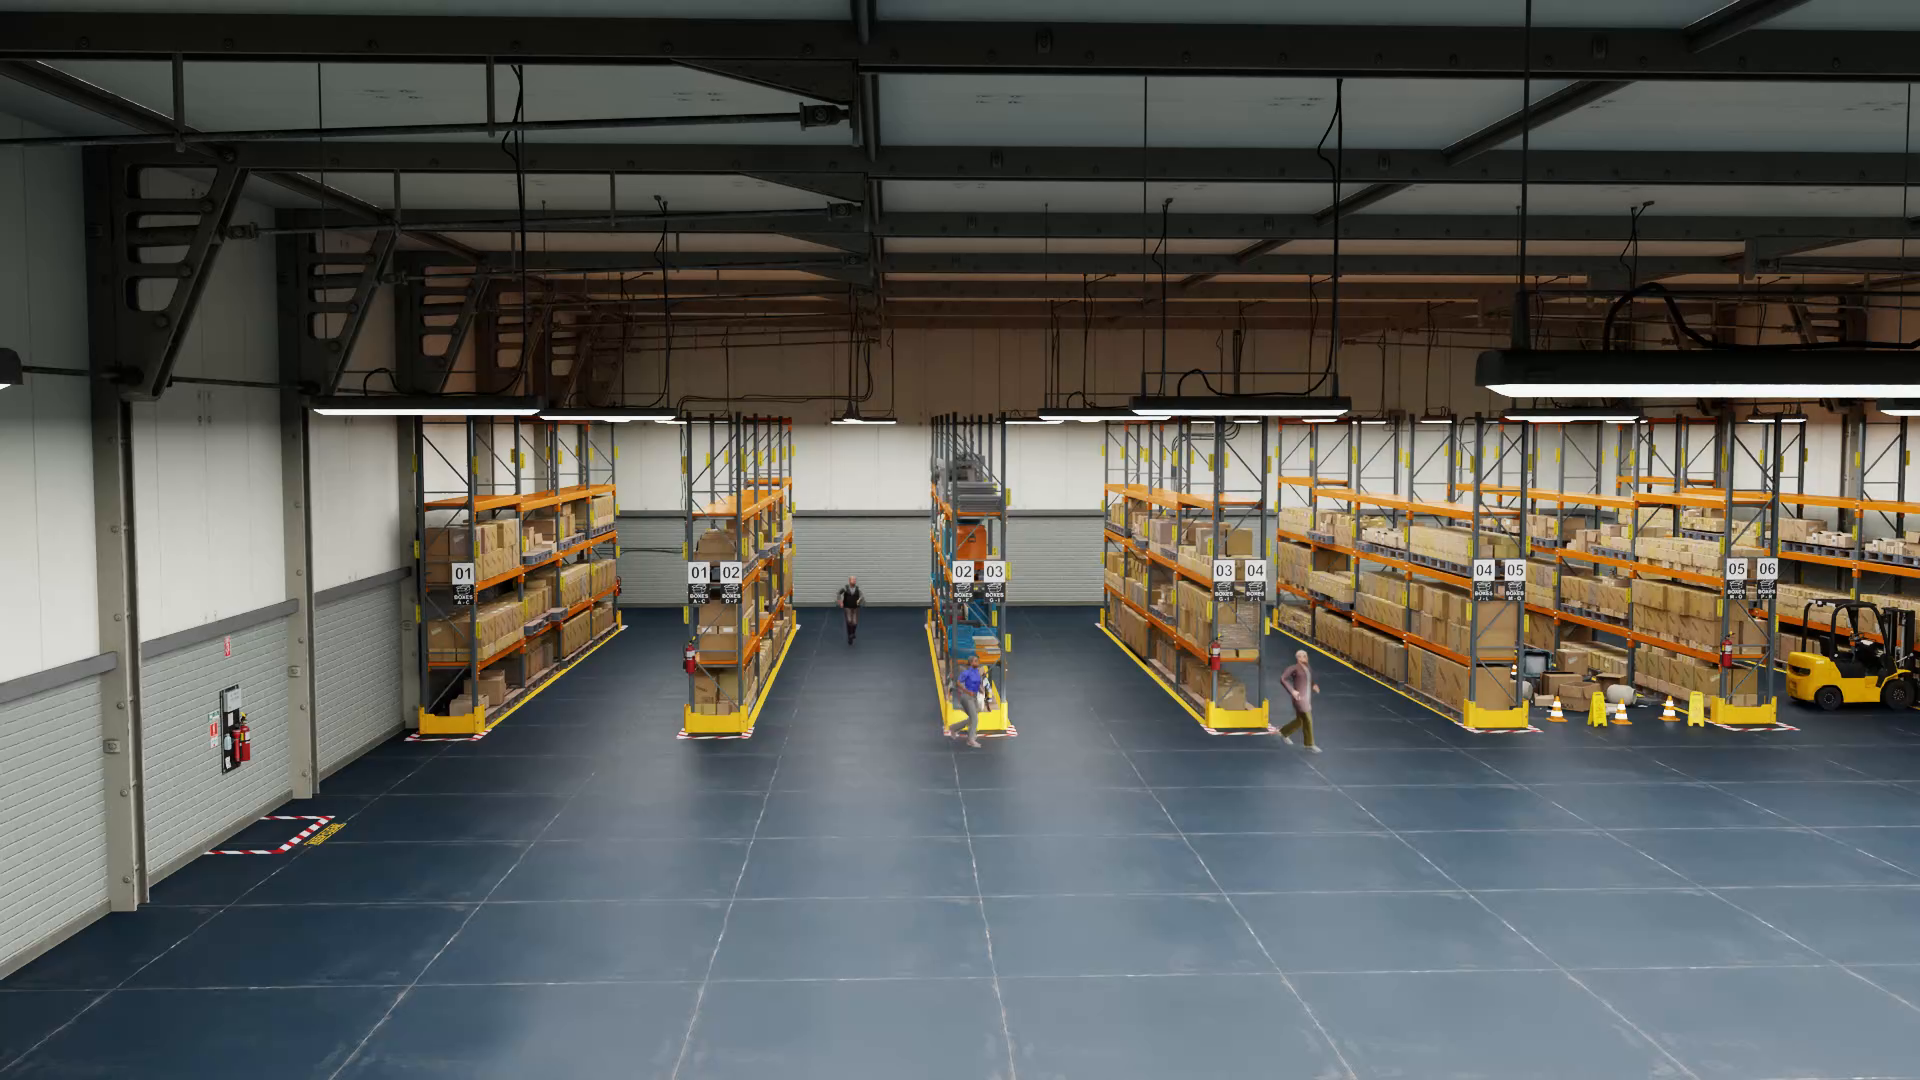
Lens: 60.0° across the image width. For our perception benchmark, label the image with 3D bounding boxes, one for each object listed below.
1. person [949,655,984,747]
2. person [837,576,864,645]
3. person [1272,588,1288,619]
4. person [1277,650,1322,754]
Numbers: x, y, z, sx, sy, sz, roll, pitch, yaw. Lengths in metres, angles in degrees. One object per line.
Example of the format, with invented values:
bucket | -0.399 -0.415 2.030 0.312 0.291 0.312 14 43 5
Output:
person | 0.157 2.890 30.036 0.697 1.613 0.618 3 5 33
person | -2.788 1.795 42.664 0.662 1.743 0.731 -1 4 -17
person | 9.470 1.567 49.127 0.600 1.602 0.675 2 4 26
person | 5.997 2.831 29.402 0.951 1.786 0.719 4 5 42
